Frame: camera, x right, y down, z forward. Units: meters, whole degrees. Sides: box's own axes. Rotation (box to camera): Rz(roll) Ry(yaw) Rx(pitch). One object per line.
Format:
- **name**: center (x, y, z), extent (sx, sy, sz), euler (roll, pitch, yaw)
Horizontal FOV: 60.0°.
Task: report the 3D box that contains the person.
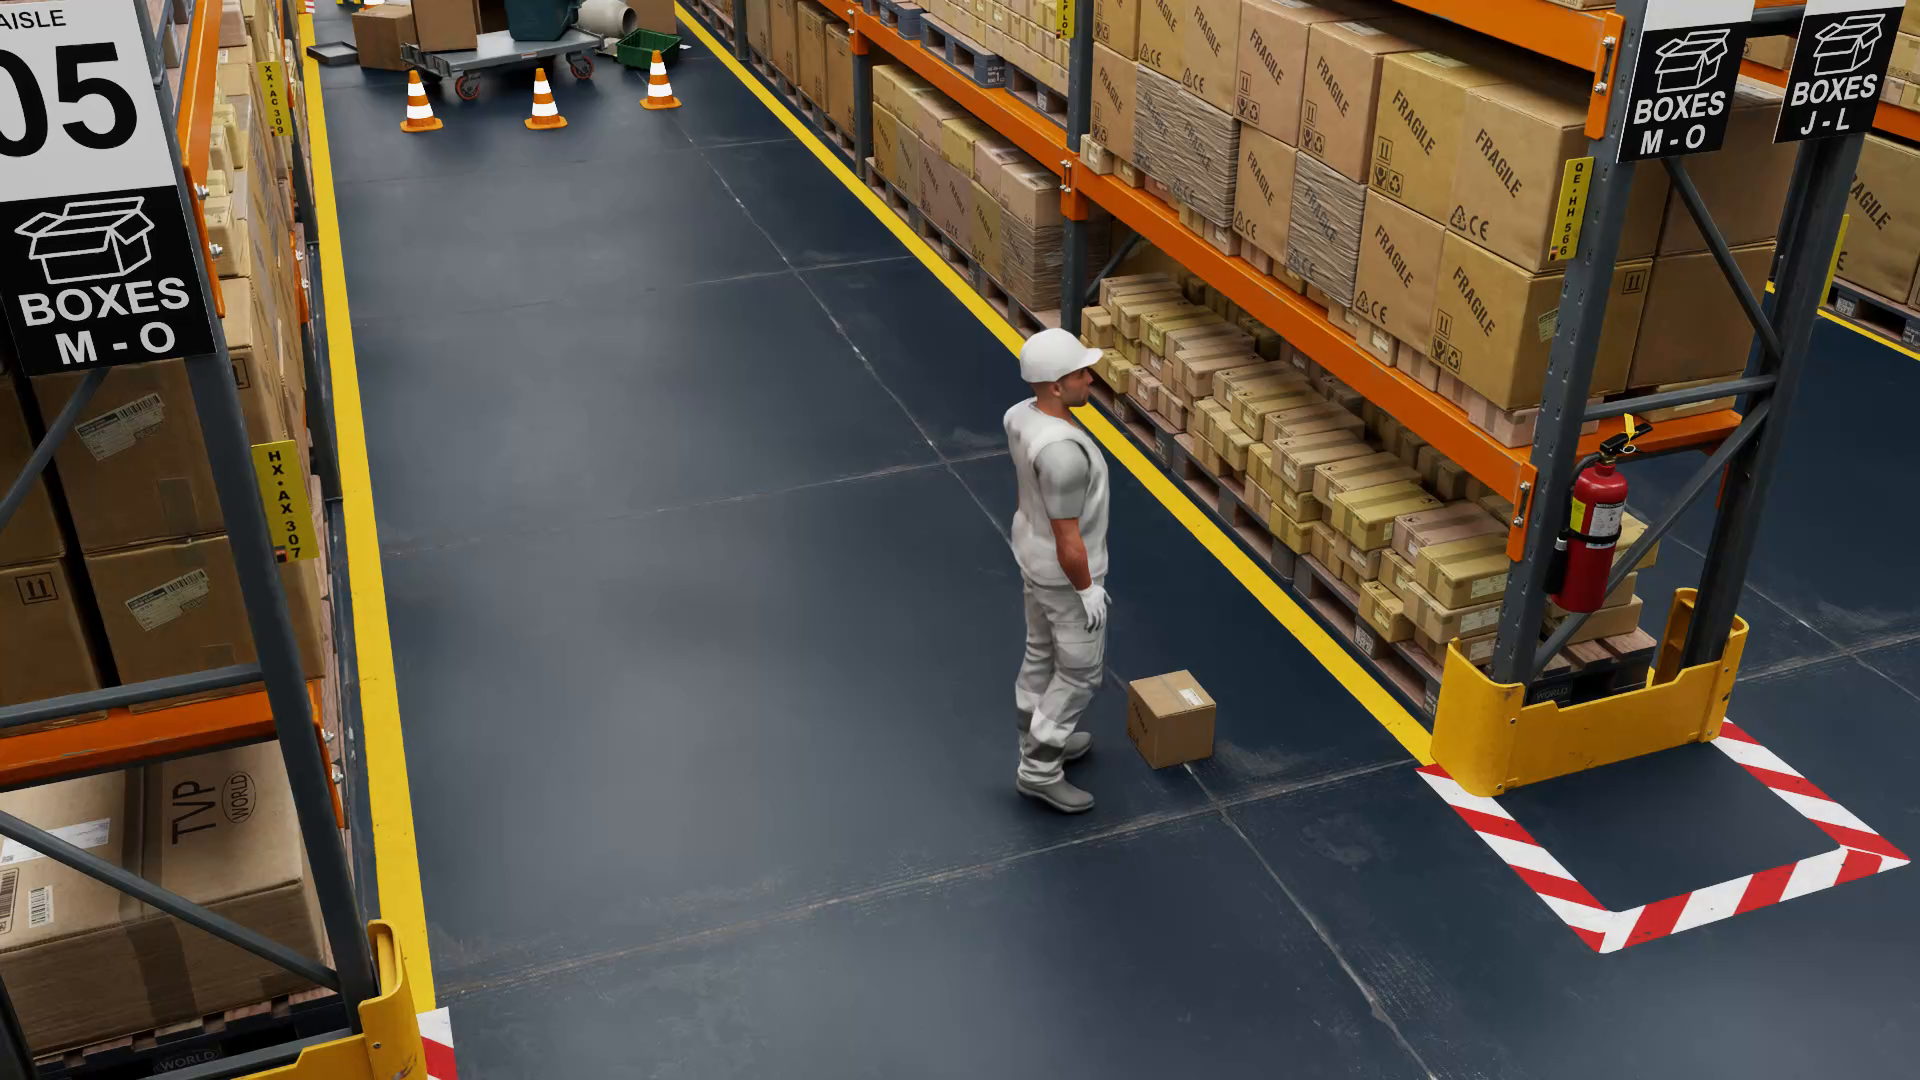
- **person**: center (0.350, 0.093, 5.917), extent (0.381, 1.804, 0.576), euler (-8, 30, -13)
